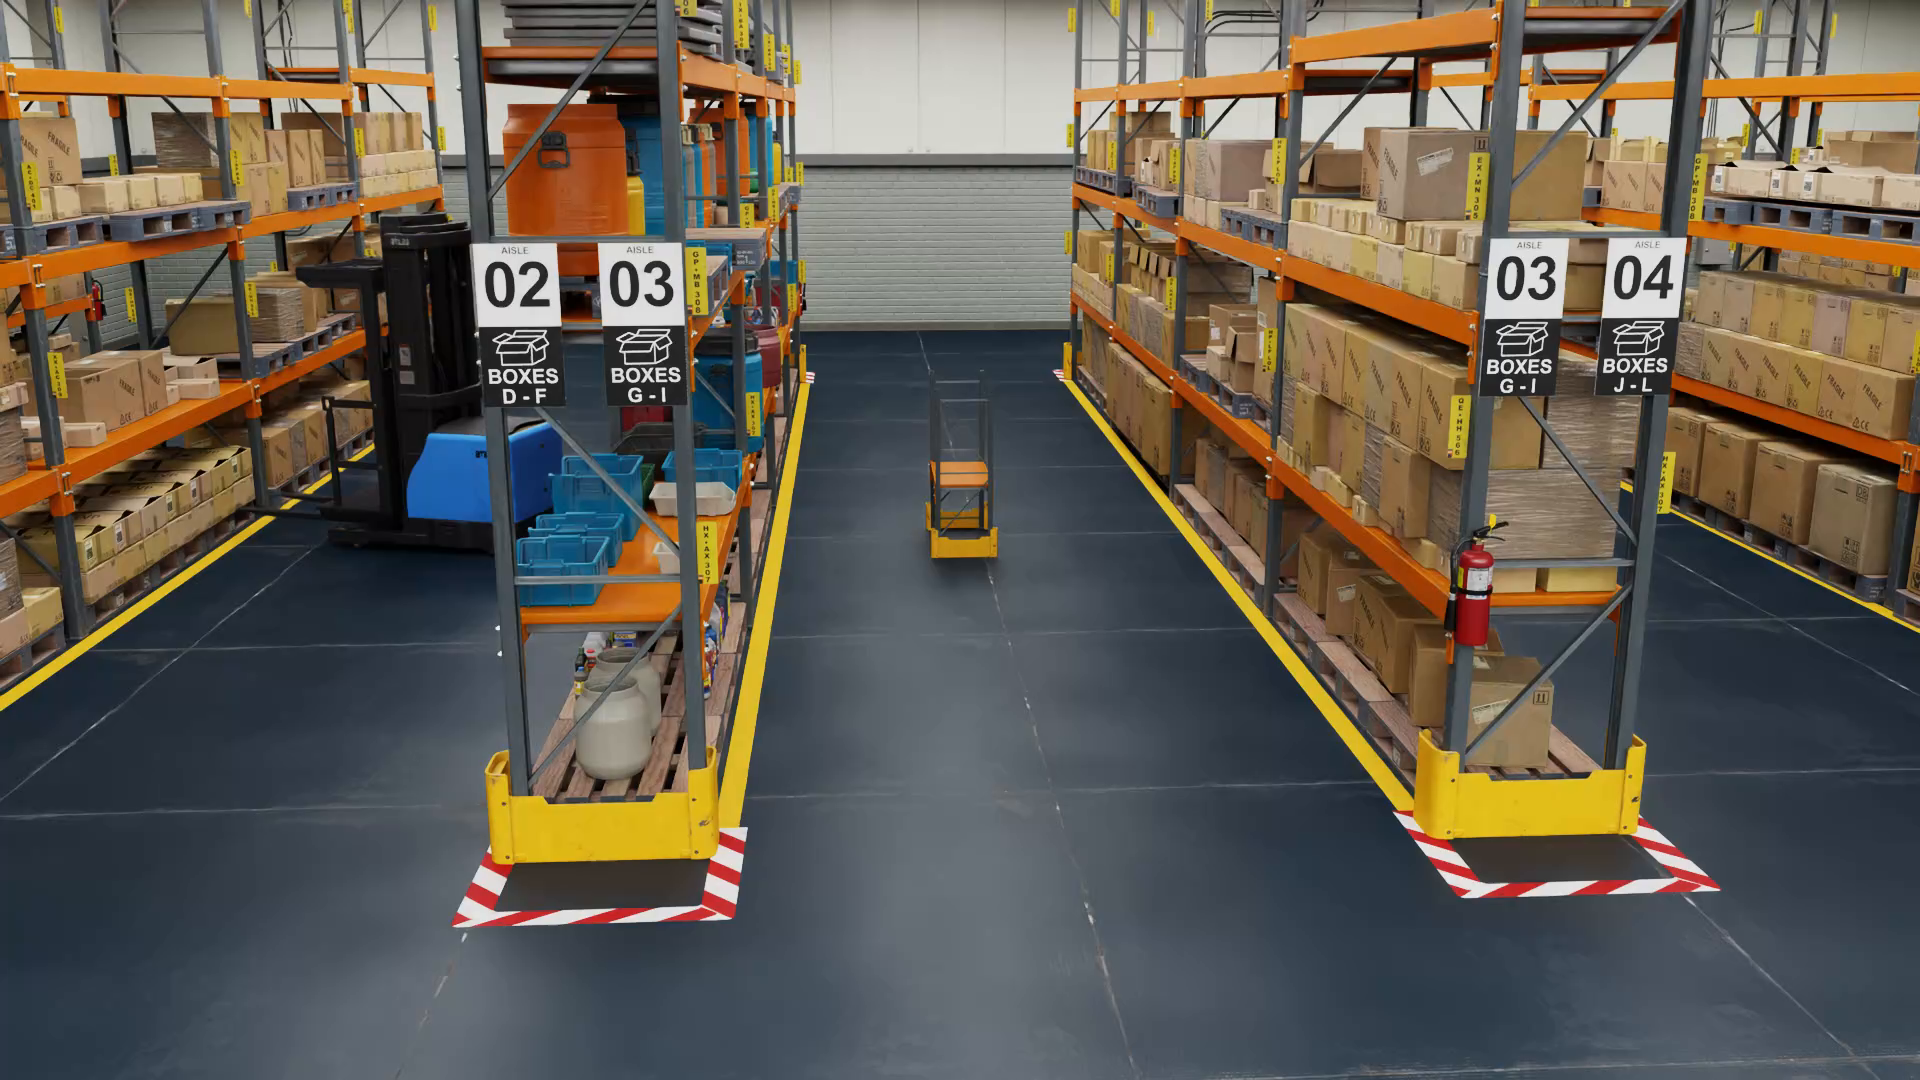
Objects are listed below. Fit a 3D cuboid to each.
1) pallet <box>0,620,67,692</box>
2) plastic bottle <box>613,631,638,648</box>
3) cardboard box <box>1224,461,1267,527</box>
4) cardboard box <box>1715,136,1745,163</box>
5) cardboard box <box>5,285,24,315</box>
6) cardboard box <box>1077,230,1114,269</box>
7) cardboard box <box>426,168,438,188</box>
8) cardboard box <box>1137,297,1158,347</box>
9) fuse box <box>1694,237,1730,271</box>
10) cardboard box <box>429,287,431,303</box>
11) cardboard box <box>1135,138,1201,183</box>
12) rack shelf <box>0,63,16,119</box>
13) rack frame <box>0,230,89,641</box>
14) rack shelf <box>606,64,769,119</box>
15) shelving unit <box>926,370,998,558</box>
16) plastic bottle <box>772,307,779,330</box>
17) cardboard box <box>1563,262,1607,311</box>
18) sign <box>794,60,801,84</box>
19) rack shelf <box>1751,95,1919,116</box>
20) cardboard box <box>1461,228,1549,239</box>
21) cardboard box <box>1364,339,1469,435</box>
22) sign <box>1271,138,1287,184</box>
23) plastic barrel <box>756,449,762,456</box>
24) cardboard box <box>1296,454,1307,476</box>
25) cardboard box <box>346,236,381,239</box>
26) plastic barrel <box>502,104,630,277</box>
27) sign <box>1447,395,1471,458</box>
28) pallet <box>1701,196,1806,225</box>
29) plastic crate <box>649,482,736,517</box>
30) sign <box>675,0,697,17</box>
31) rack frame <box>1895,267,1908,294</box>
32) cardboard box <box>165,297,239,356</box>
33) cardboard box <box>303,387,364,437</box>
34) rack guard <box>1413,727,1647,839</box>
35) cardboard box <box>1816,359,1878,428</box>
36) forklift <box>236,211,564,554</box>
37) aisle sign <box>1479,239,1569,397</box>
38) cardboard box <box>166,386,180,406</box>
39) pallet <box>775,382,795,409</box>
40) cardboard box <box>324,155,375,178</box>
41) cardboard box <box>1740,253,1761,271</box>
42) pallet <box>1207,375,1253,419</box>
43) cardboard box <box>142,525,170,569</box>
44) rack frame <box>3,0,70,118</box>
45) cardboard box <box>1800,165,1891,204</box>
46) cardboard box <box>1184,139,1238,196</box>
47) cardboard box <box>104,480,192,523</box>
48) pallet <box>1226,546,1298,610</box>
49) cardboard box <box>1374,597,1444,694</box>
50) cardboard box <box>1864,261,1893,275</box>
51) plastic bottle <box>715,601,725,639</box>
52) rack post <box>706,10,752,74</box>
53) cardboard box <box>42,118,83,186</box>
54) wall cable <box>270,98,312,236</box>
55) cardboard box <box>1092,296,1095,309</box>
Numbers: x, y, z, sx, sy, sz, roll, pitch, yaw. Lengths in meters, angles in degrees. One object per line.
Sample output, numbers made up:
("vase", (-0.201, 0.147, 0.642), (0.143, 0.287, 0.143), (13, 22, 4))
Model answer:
("pallet", (-7.013, 0.836, 11.575), (1.003, 0.211, 1.213), (-1, 14, -3))
("plastic bottle", (-2.256, 0.669, 11.212), (0.152, 0.276, 0.135), (-1, 14, -3))
("cardboard box", (2.770, -0.417, 14.984), (0.700, 0.500, 0.500), (0, 14, 1))
("cardboard box", (7.794, -4.016, 17.081), (0.396, 0.266, 0.258), (-1, 14, -3))
("cardboard box", (-12.572, -3.267, 21.328), (0.980, 0.700, 0.700), (-2, 15, -6))
("cardboard box", (1.915, -4.036, 23.114), (0.500, 0.500, 0.500), (-1, 14, -5))
("cardboard box", (-7.469, -4.953, 22.762), (0.500, 0.250, 0.500), (-1, 14, -3))
("cardboard box", (2.250, -2.406, 18.382), (0.500, 0.500, 0.500), (-1, 14, -2))
("fuse box", (13.747, -4.776, 30.378), (0.539, 1.711, 0.414), (-1, 14, -3))
("cardboard box", (-7.429, -3.509, 22.668), (0.500, 0.500, 0.500), (-1, 14, -3))
("cardboard box", (2.417, -4.414, 19.324), (0.700, 0.500, 0.500), (-1, 14, -2))
("rack shelf", (-6.897, -2.578, 9.458), (1.077, 0.370, 4.000), (-1, 14, -3))
("rack frame", (-7.021, -0.712, 11.999), (1.000, 3.000, 0.127), (-1, 14, -3))
("rack shelf", (-2.200, -3.649, 13.618), (1.077, 0.370, 4.000), (-1, 14, -3))
("shelving unit", (0.005, -0.707, 14.989), (0.587, 1.500, 1.083), (-1, 14, -3))
("plastic bottle", (-2.225, -2.624, 19.679), (0.152, 0.276, 0.135), (-1, 14, -3))
("cardboard box", (3.343, -1.373, 8.850), (0.500, 0.250, 0.500), (0, 14, -2))
("sign", (-2.272, -6.534, 23.233), (0.100, 0.325, 0.005), (-1, 14, -3))
("rack shelf", (12.138, -5.868, 22.242), (1.077, 0.370, 4.000), (-1, 14, -3))
("cardboard box", (2.887, -1.574, 8.827), (0.380, 0.149, 0.250), (-1, 14, -5))
("cardboard box", (2.769, -0.928, 10.033), (0.500, 0.500, 0.500), (-1, 14, -3))
("sign", (2.313, -2.749, 12.066), (0.100, 0.325, 0.005), (-1, 14, -3))
("plastic barrel", (-2.442, -1.221, 17.971), (0.600, 0.588, 0.708), (-1, 14, -3))
("cardboard box", (2.626, -0.561, 11.913), (0.380, 0.149, 0.250), (-1, 14, -3))
("cardboard box", (-7.297, -3.484, 20.566), (0.500, 0.500, 0.500), (-1, 14, -5))
("plastic barrel", (-1.986, -1.776, 8.409), (0.600, 0.830, 0.708), (-1, 14, -3))
("sign", (2.560, -0.580, 8.526), (0.100, 0.325, 0.005), (-1, 14, -3))
("pallet", (7.669, -3.113, 15.687), (1.213, 0.211, 1.003), (0, 14, -1))
("plastic crate", (-1.723, -0.260, 10.771), (0.530, 0.136, 0.437), (-1, 14, -3))
("sign", (-1.279, -2.605, 7.734), (0.100, 0.325, 0.005), (-1, 14, -3))
("rack frame", (12.262, -3.007, 20.917), (1.000, 3.000, 0.127), (-1, 14, -3))
("cardboard box", (-7.420, -2.114, 16.403), (0.700, 0.500, 0.500), (-6, 16, -22))
("cardboard box", (-7.177, -1.463, 19.050), (0.500, 0.500, 0.500), (-1, 14, -3))
("rack guard", (3.110, 1.322, 9.108), (1.175, 0.500, 0.348), (-1, 14, -3))
("cardboard box", (7.493, -1.216, 13.754), (0.500, 0.500, 0.500), (-1, 14, -4))
("forklift", (-5.215, -1.476, 15.105), (3.031, 2.935, 1.130), (4, 15, 15))
("aisle sign", (2.819, -1.109, 8.322), (0.394, 0.787, 0.004), (-1, 14, -3))
("cardboard box", (-7.133, -1.269, 14.667), (0.380, 0.149, 0.250), (0, 14, 1))
("pallet", (-2.735, -1.914, 22.263), (1.003, 0.211, 1.213), (-1, 14, -3))
("cardboard box", (-7.298, -4.449, 19.799), (0.500, 0.250, 0.500), (-1, 14, -3))
("cardboard box", (11.758, -3.926, 24.290), (0.500, 0.500, 0.500), (-1, 14, -4))
("pallet", (2.783, -1.275, 14.569), (1.003, 0.211, 1.213), (-1, 14, -3))
("cardboard box", (-6.864, 0.056, 13.689), (0.500, 0.250, 0.500), (-1, 14, -5))
("rack frame", (-12.708, -6.525, 22.550), (1.000, 3.000, 0.127), (-1, 14, -3))
("cardboard box", (7.495, -3.010, 14.043), (0.500, 0.311, 0.500), (-1, 14, -5))
("cardboard box", (2.391, -3.482, 15.538), (0.500, 0.500, 0.500), (-1, 14, -3))
("cardboard box", (-6.894, -0.345, 14.120), (0.500, 0.311, 0.500), (0, 14, -2))
("pallet", (2.817, 0.292, 13.690), (1.003, 0.211, 1.213), (-1, 14, -3))
("cardboard box", (3.002, 0.678, 10.769), (0.500, 0.500, 0.500), (0, 14, 2))
("cardboard box", (11.957, -3.653, 21.220), (0.500, 0.500, 0.500), (-1, 14, -4))
("plastic bottle", (-1.685, 0.558, 11.631), (0.061, 0.283, 0.133), (0, 14, 0))
("rack post", (-2.284, -4.279, 13.419), (1.013, 1.000, 3.121), (-1, 14, -3))
("cardboard box", (-7.078, -2.954, 12.646), (0.500, 0.500, 0.500), (1, 14, 2))
("wall cable", (-12.702, -6.433, 28.425), (3.097, 2.526, 0.112), (-1, 14, -3))
("cardboard box", (1.945, -3.123, 21.871), (0.380, 0.149, 0.250), (-1, 14, -4))
